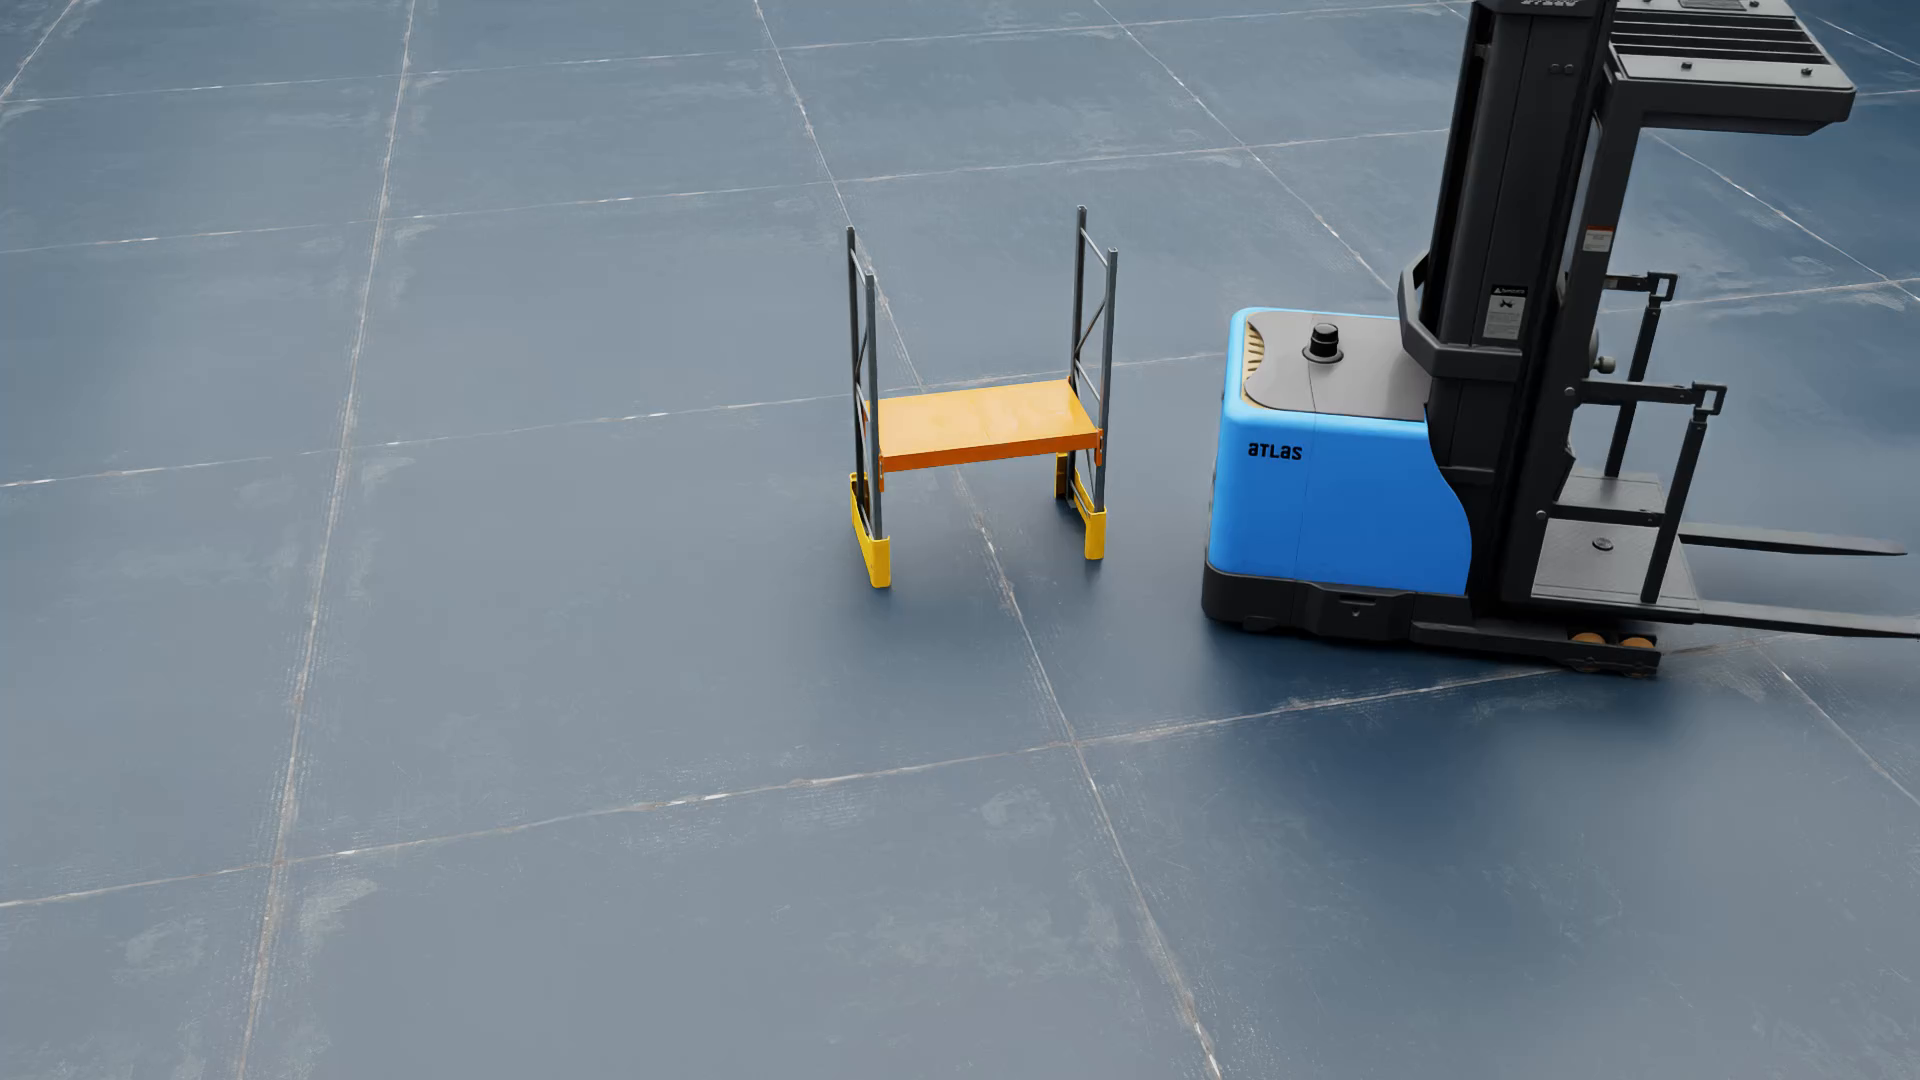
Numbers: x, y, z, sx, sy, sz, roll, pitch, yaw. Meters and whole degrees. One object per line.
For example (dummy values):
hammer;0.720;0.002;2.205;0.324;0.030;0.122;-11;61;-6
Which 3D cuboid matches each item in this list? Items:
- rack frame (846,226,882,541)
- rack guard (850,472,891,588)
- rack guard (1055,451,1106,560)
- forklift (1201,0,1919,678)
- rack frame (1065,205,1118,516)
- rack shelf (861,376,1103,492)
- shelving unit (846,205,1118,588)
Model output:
rack frame;-0.413;-0.571;7.255;0.032;1.500;0.500;-7;35;-11
rack guard;-0.411;-0.052;7.603;0.087;0.250;0.587;-7;35;-11
rack guard;0.560;-0.174;7.786;0.087;0.250;0.587;-7;35;-11
forklift;2.609;-0.967;6.561;3.031;2.935;1.130;5;34;8
rack frame;0.579;-0.696;7.441;0.032;1.500;0.500;-7;35;-11
rack shelf;0.083;-0.484;7.448;1.000;0.185;0.538;-7;35;-11
shelving unit;0.074;-0.632;7.346;1.083;1.500;0.587;-7;35;-11
